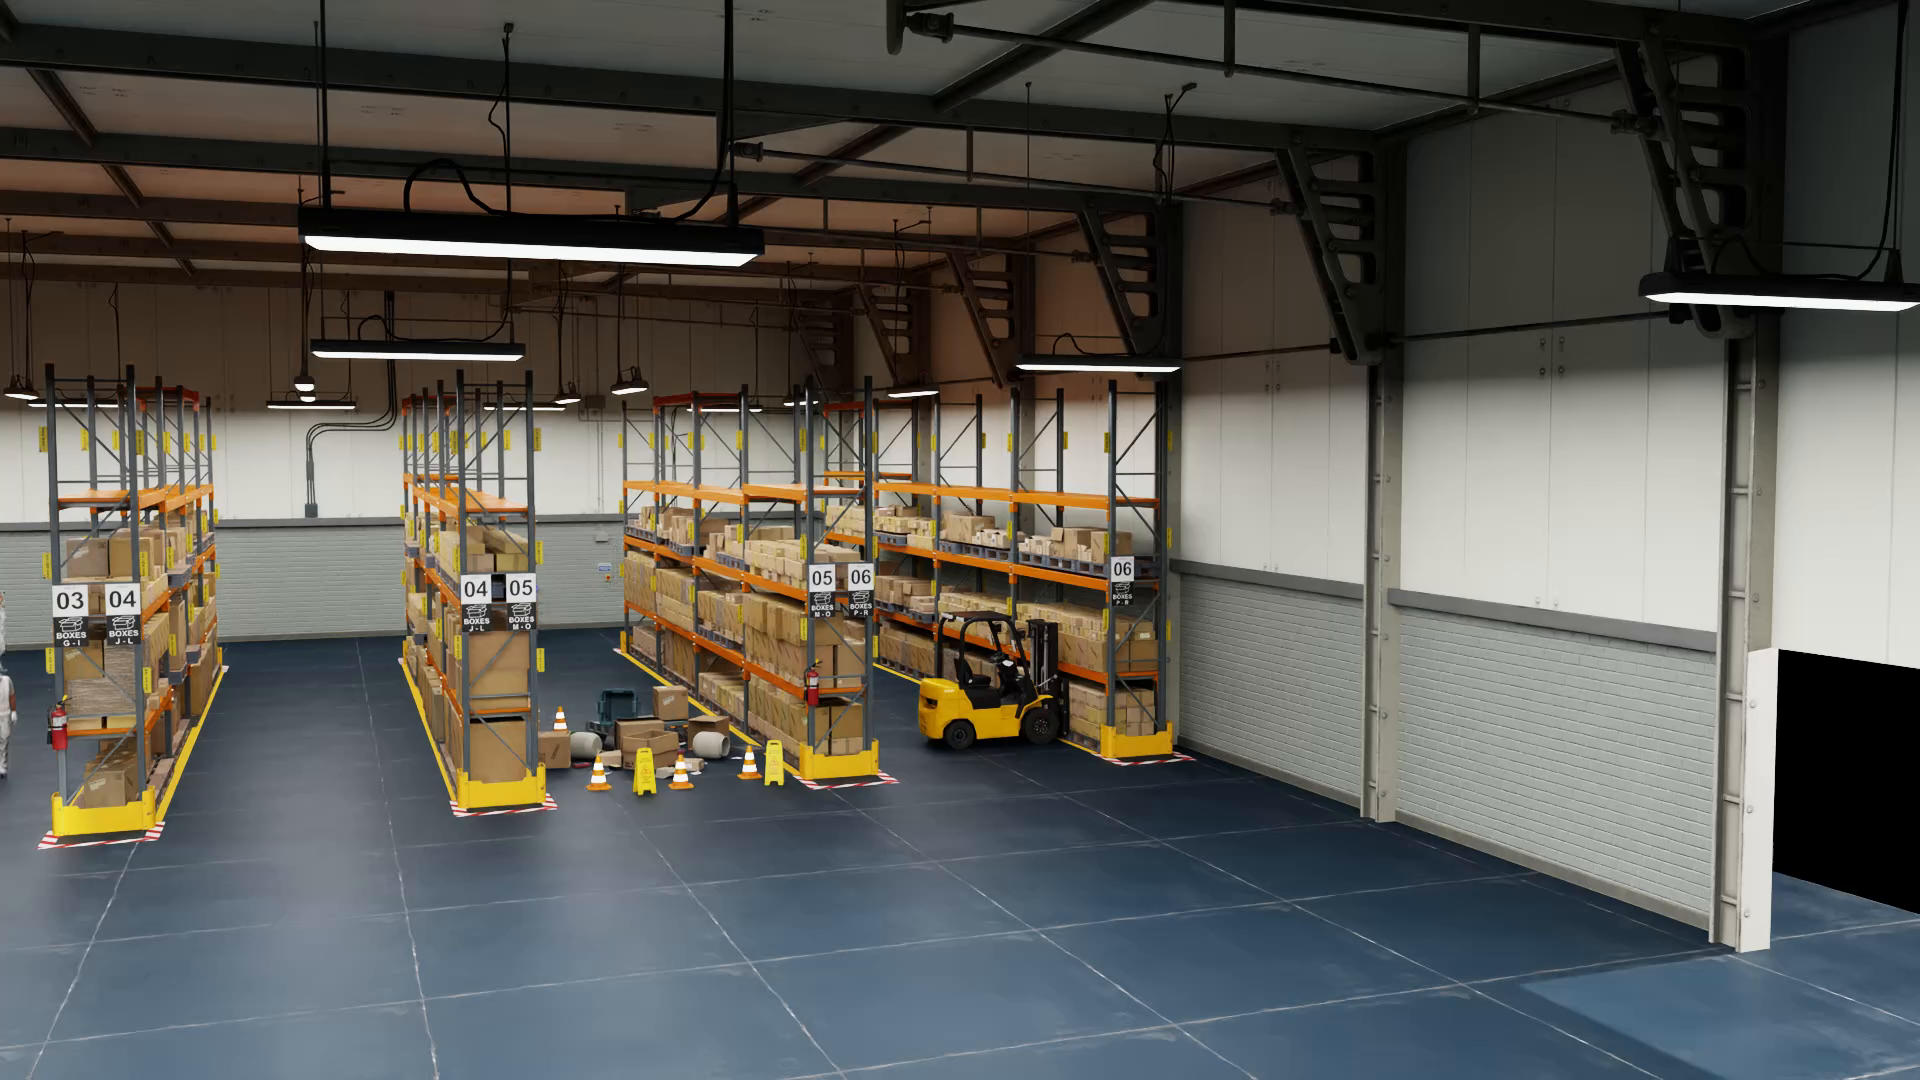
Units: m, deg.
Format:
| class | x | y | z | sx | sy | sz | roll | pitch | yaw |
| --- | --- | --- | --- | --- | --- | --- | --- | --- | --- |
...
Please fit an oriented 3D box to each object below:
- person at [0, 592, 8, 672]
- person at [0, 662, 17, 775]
| class | x | y | z | sx | sy | sz | roll | pitch | yaw |
| --- | --- | --- | --- | --- | --- | --- | --- | --- | --- |
| person | -20.902 | 1.988 | 35.981 | 0.462 | 1.789 | 0.582 | -1 | 4 | -21 |
| person | -14.548 | 2.653 | 25.106 | 0.574 | 1.724 | 0.995 | -2 | 4 | -36 |
